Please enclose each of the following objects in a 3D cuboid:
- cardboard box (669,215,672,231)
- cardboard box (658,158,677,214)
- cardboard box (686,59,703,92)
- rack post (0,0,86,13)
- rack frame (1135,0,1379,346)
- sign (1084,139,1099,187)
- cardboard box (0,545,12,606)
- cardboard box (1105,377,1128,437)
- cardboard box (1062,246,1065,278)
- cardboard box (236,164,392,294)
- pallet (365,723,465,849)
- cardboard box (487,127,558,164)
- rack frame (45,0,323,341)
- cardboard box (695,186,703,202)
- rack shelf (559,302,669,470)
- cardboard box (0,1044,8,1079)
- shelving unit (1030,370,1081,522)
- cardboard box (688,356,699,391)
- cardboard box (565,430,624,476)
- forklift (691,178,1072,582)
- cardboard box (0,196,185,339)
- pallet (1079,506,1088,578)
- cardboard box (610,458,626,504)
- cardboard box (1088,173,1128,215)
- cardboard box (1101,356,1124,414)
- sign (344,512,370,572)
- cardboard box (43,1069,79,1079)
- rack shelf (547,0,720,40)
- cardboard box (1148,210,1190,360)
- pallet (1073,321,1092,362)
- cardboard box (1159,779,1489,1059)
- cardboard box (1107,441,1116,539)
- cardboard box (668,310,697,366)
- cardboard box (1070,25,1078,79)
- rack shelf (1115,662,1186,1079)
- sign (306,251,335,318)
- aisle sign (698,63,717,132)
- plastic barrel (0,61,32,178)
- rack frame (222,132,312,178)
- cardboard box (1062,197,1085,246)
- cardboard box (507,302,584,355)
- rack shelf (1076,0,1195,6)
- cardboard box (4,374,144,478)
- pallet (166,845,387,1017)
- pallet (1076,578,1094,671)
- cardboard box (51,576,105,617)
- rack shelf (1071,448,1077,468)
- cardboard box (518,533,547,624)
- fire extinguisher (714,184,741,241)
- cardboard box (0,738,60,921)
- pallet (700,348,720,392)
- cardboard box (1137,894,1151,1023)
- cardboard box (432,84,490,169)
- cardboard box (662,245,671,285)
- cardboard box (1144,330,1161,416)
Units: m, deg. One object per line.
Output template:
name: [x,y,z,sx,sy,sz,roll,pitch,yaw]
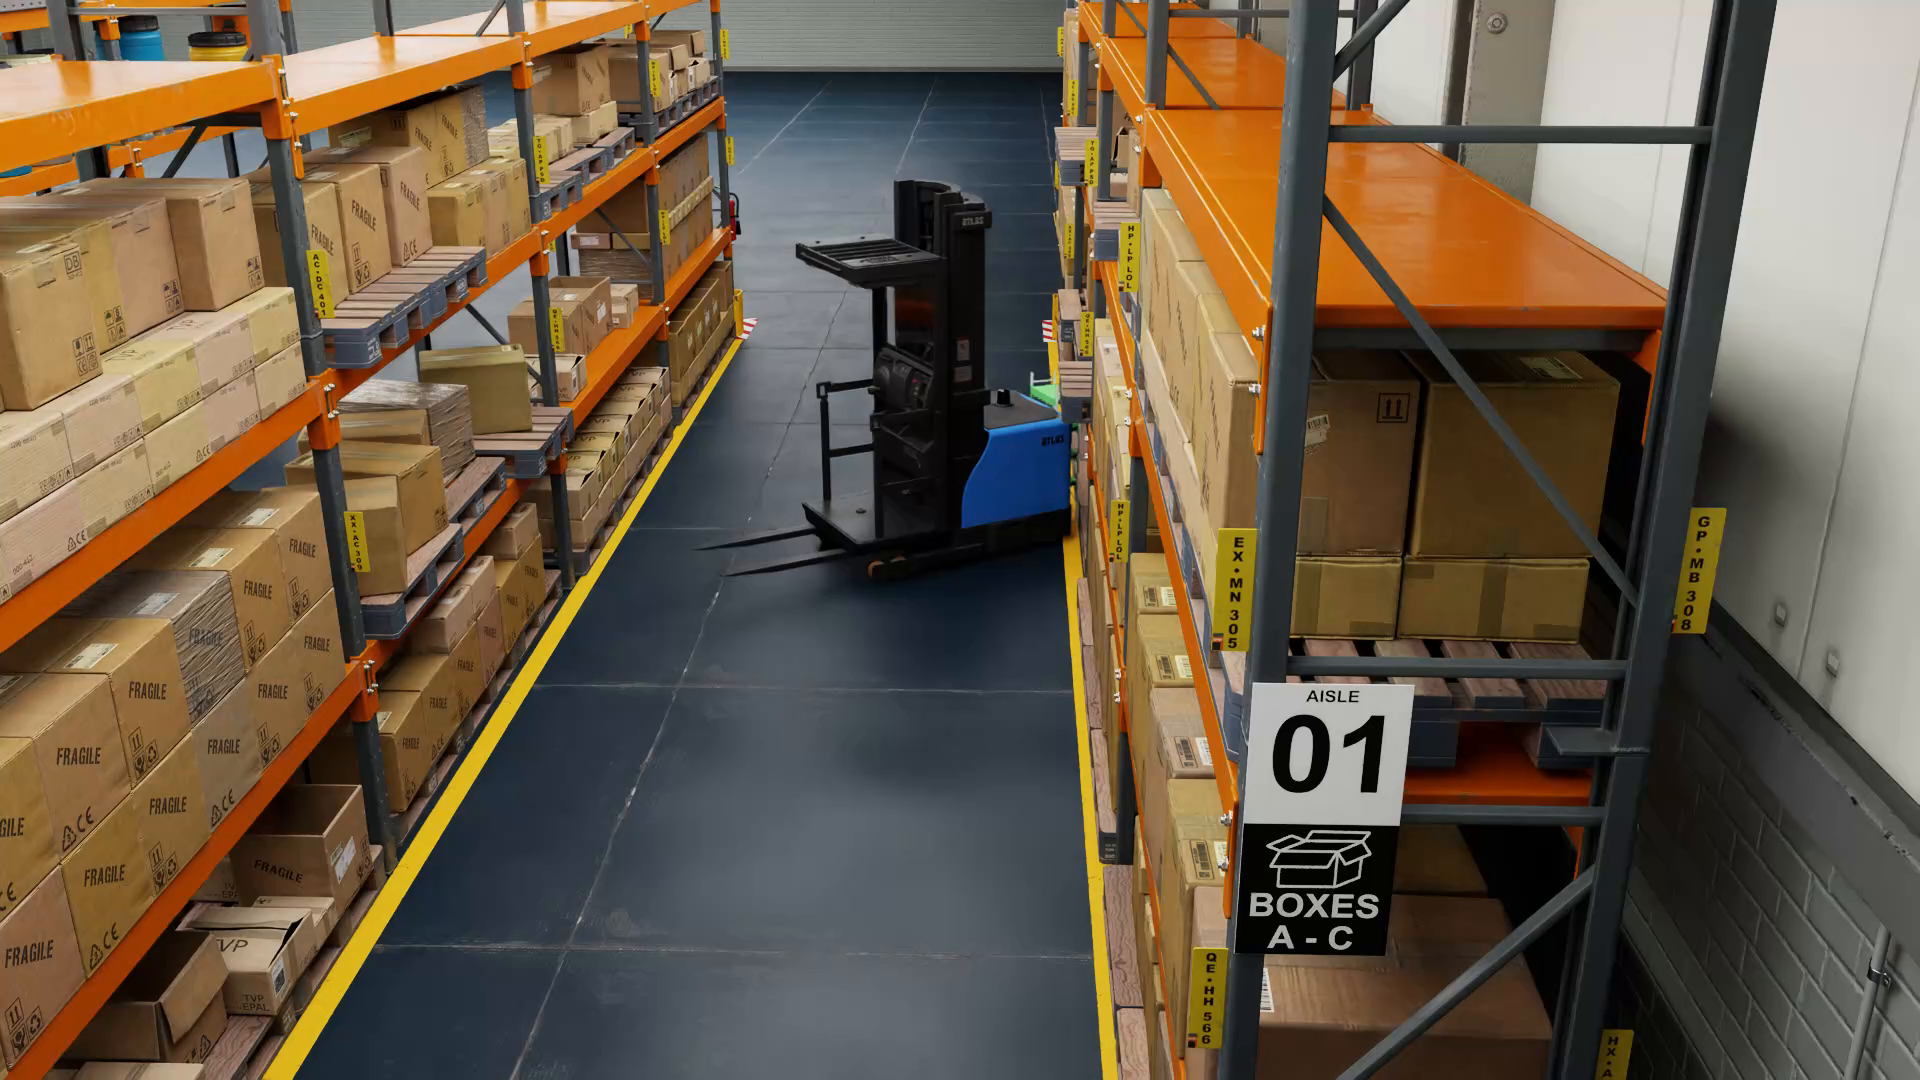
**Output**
cardboard box: [-3.145,-3.204,16.899,0.380,0.149,0.250,0,21,1]
cardboard box: [-3.330,-3.657,17.170,0.700,0.500,0.500,1,21,2]
cardboard box: [-3.034,-4.925,17.572,0.500,0.311,0.500,3,21,8]
rack post: [-8.292,-4.714,13.256,1.013,1.000,3.121,1,21,2]
rack frame: [1.341,-2.333,7.394,1.000,3.000,0.127,1,21,2]
sign: [0.920,-2.628,11.588,0.100,0.325,0.005,1,21,2]
cardboard box: [-3.434,0.165,5.311,0.500,0.250,0.500,1,21,2]
cardboard box: [1.155,-0.805,10.137,0.500,0.250,0.500,0,21,1]
cardboard box: [1.319,-2.904,17.341,0.500,0.250,0.500,1,21,1]
cardboard box: [-3.524,-1.700,9.052,0.600,0.600,0.600,0,21,1]
pallet: [-3.623,1.417,9.880,1.003,0.211,1.213,1,21,2]
cardboard box: [-3.505,-3.121,13.198,0.500,0.250,0.500,0,21,1]
rack frame: [-3.610,-2.386,7.531,1.000,3.000,0.127,1,21,2]
cardboard box: [-3.091,-3.859,18.585,0.380,0.149,0.250,1,21,2]
rack shelf: [-3.428,-1.423,14.338,1.077,0.370,4.000,1,21,2]
cardboard box: [-3.455,1.653,5.277,0.500,0.500,0.500,1,21,3]
shelving unit: [0.798,-0.789,14.070,0.258,1.200,0.503,-7,21,-21]
cardboard box: [-3.030,-1.740,17.382,0.500,0.250,0.500,1,21,2]
cardboard box: [-3.154,-0.771,14.108,0.500,0.311,0.500,0,21,0]
forklift: [-0.624,-1.253,13.001,3.031,2.935,1.130,-11,24,-26]
cardboard box: [-3.744,-1.145,6.959,0.700,0.500,0.500,1,21,2]
pallet: [1.488,0.035,13.439,1.003,0.211,1.213,1,21,2]
cardboard box: [-3.155,-0.505,14.198,0.500,0.250,0.500,0,21,0]
cardboard box: [1.215,-2.612,12.355,0.500,0.311,0.500,1,21,2]
cardboard box: [1.164,-0.990,10.613,0.500,0.250,0.500,1,21,2]
sign: [-3.068,0.011,8.451,0.100,0.325,0.005,1,21,2]
cardboard box: [-3.903,2.392,6.705,0.500,0.250,0.500,1,21,2]
rack shelf: [-3.306,-5.480,17.052,1.077,0.370,4.000,1,21,2]
cardboard box: [1.030,-1.016,6.599,0.500,0.500,0.500,0,21,1]
pallet: [1.482,-1.609,14.087,1.003,0.211,1.213,1,21,2]
cardboard box: [1.236,1.323,5.851,0.980,0.700,0.700,0,21,1]
cardboard box: [1.133,-0.266,9.785,0.500,0.500,0.500,1,21,2]
cardboard box: [-3.033,-2.090,17.246,0.500,0.500,0.500,1,21,2]
cardboard box: [1.335,-4.732,16.177,0.500,0.500,0.500,2,21,5]
rack shelf: [1.280,1.523,6.746,1.077,0.370,4.000,1,21,2]
sign: [-3.068,-1.225,7.972,0.100,0.325,0.005,1,21,2]
aisle sign: [-2.950,-5.160,19.381,0.394,0.787,0.004,1,21,2]
plastic barrel: [-8.156,-3.510,13.883,0.600,0.901,0.708,1,21,2]
rack frame: [-8.196,-3.984,19.942,1.000,3.000,0.127,1,21,2]
cardboard box: [1.325,-3.254,17.206,0.500,0.500,0.500,0,21,0]
cardboard box: [-3.454,-1.689,13.890,0.500,0.500,0.500,0,21,-1]
rack shelf: [1.645,-5.611,16.843,1.077,0.370,4.000,1,21,2]
cardboard box: [-3.406,-0.429,6.152,0.500,0.250,0.500,1,21,2]
pallet: [-3.632,1.959,8.481,1.003,0.211,1.213,1,21,2]
pallet: [1.363,0.602,11.979,1.003,0.211,1.213,1,21,2]
cardboard box: [-3.937,0.438,7.026,0.500,0.500,0.500,0,21,0]
rack shelf: [0.798,-0.728,14.091,0.258,0.148,0.480,-7,21,-21]
cardboard box: [-3.283,0.266,11.838,0.500,0.500,0.500,1,21,4]
fire extinguisher: [-2.778,-3.929,19.909,0.296,0.674,0.183,1,21,2]
cardboard box: [-3.447,0.998,5.583,0.500,0.500,0.500,1,21,2]
pallet: [-3.267,-1.911,18.455,1.003,0.211,1.213,1,21,2]
cardboard box: [1.197,1.885,7.694,0.700,0.500,0.500,0,21,1]
cardboard box: [-3.508,-2.789,11.196,0.500,0.500,0.500,1,21,2]
cardboard box: [-3.350,-2.879,16.958,0.700,0.500,0.500,0,21,1]
cardboard box: [1.027,-0.676,6.759,0.500,0.250,0.500,0,21,0]
